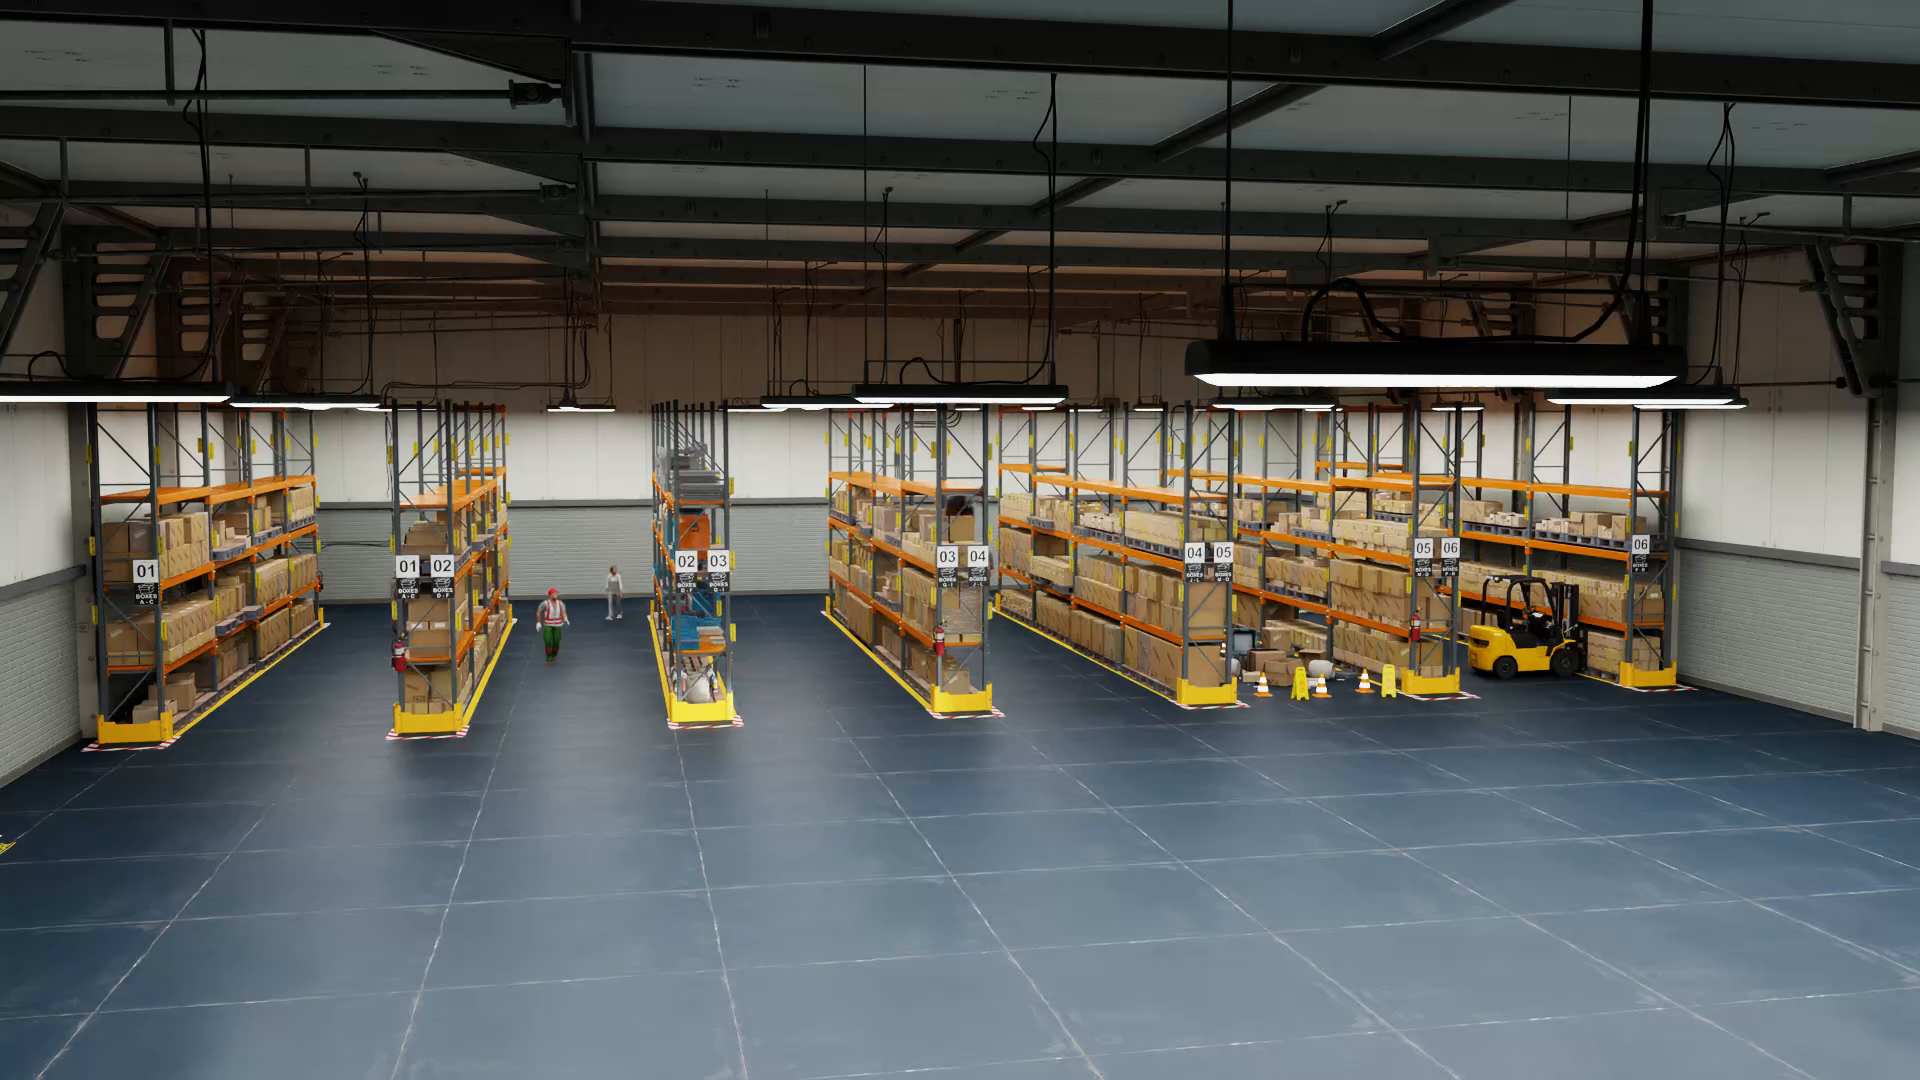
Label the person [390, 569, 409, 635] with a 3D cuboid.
[{"bbox_3d":[-14.591,1.590,43.474,0.552,1.720,0.547,0,4,2],"label":"person"}]

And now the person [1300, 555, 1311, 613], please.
[{"bbox_3d":[9.993,1.267,48.143,0.450,1.671,0.472,-1,4,-17],"label":"person"}]

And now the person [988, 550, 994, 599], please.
[{"bbox_3d":[0.774,1.053,51.729,0.582,1.613,0.529,-2,5,-25],"label":"person"}]

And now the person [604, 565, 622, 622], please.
[{"bbox_3d":[-9.635,1.469,46.178,0.526,1.538,0.979,0,4,4],"label":"person"}]

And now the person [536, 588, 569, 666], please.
[{"bbox_3d":[-9.356,2.006,38.221,0.742,1.813,0.877,-1,4,-11],"label":"person"}]
